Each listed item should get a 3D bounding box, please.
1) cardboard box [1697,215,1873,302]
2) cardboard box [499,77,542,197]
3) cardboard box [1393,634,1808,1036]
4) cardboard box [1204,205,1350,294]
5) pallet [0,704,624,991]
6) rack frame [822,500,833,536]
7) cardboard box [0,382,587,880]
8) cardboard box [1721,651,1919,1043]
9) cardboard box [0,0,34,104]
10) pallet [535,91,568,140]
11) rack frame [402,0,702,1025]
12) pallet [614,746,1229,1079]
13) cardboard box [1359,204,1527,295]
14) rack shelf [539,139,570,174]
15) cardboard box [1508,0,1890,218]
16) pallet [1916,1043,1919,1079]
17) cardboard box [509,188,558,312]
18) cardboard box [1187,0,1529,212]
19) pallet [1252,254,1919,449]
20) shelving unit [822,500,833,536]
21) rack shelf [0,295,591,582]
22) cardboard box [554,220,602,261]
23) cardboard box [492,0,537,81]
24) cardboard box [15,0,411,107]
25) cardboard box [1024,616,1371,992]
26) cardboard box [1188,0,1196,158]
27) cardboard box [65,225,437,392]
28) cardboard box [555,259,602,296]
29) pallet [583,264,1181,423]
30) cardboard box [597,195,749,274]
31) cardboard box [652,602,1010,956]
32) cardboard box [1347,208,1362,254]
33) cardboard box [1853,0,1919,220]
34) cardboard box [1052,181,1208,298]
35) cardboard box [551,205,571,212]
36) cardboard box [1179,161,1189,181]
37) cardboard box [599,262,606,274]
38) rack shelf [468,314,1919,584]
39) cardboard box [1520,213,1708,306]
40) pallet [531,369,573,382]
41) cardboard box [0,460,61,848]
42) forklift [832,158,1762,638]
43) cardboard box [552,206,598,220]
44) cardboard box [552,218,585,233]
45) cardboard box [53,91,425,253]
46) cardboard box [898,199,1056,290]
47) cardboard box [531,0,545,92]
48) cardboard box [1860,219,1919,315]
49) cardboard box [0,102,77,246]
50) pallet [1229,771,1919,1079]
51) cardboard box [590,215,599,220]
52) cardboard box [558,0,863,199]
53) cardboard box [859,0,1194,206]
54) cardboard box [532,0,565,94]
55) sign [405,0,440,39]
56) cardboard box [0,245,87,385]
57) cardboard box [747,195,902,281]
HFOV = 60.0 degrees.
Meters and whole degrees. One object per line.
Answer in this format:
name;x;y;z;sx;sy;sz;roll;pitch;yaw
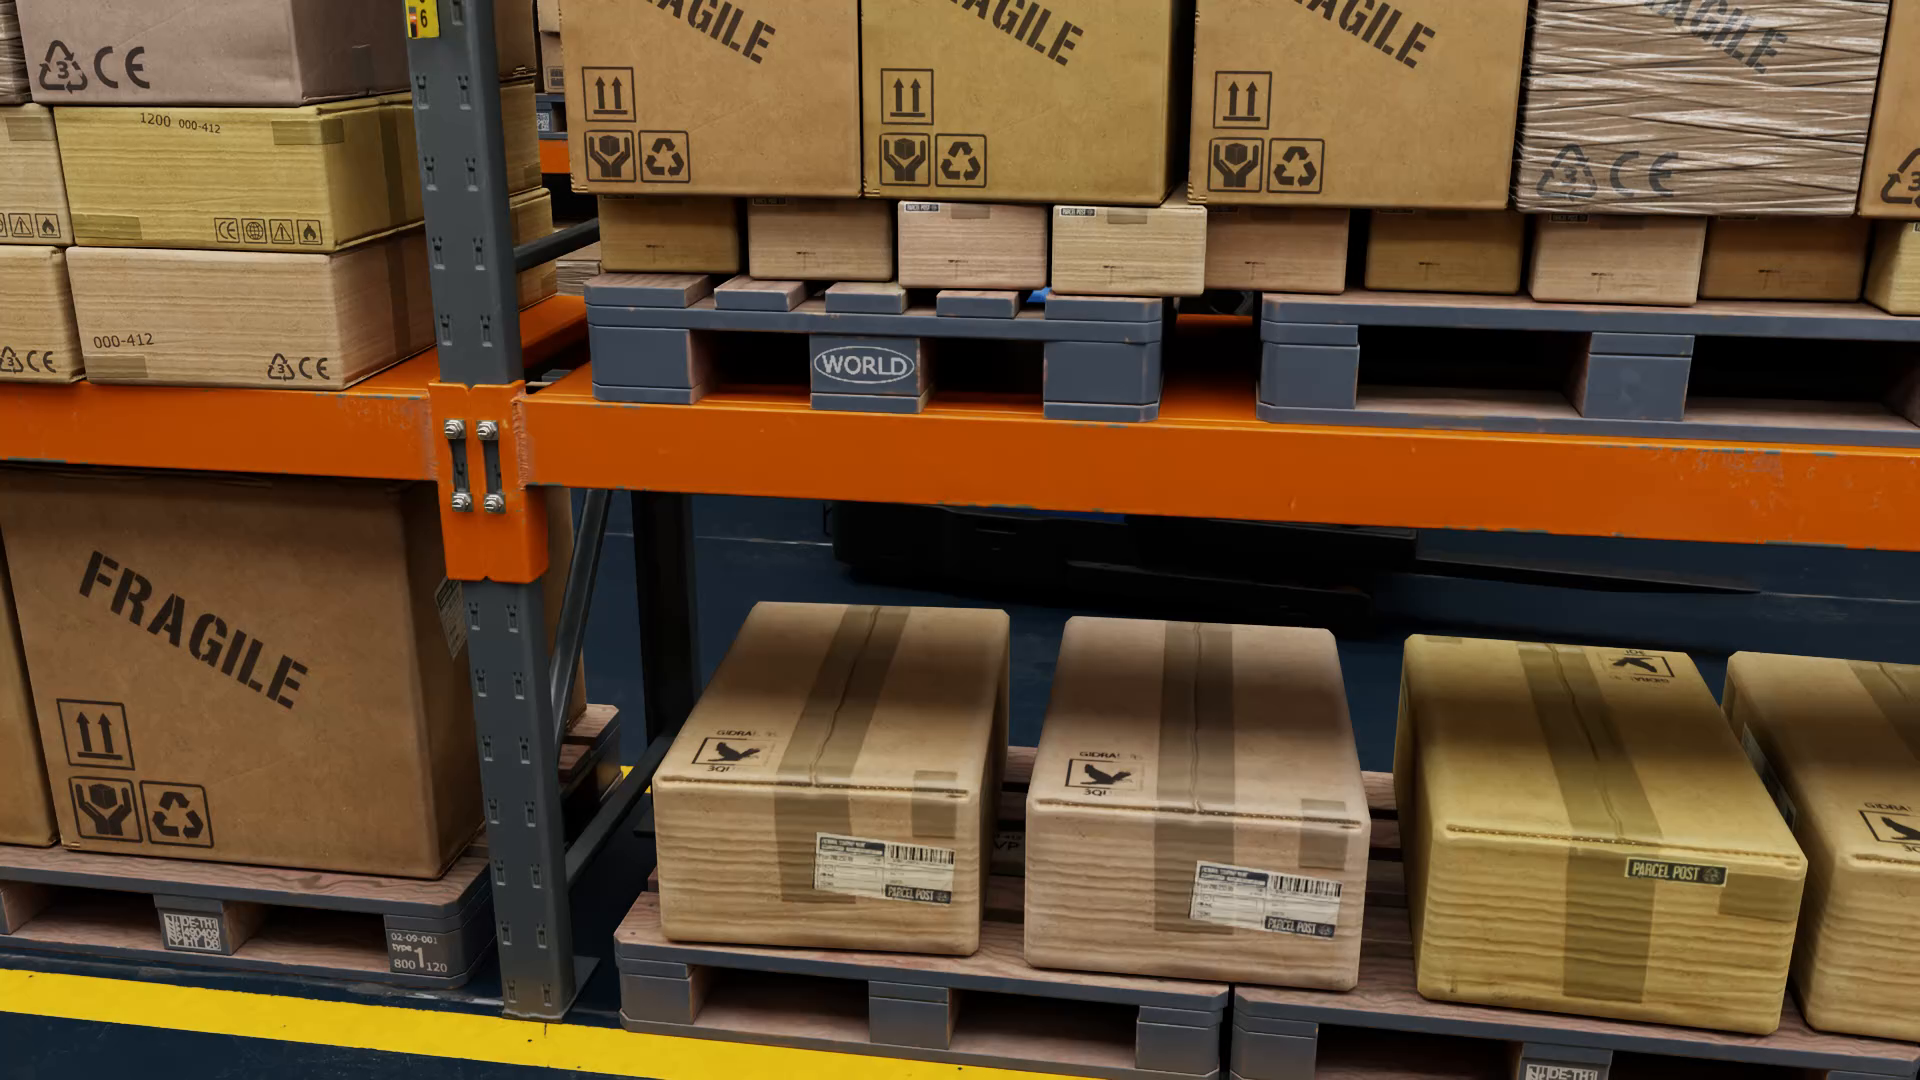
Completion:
cardboard box;1.358;-0.520;2.863;0.250;0.149;0.380;2;19;7
cardboard box;-1.251;-0.869;3.622;0.500;0.250;0.500;3;19;8
cardboard box;1.244;0.553;3.403;0.625;0.372;0.950;4;19;10
cardboard box;0.556;-0.545;2.938;0.250;0.149;0.380;4;19;12
pallet;-1.557;0.659;4.001;1.213;0.211;1.003;3;19;9
rack frame;-0.485;-0.619;6.263;0.006;1.200;0.240;6;19;16
cardboard box;-1.459;0.147;3.822;0.875;0.875;0.875;3;19;8
cardboard box;1.930;0.587;3.300;0.625;0.372;0.950;4;19;12
cardboard box;-1.850;-1.089;3.098;0.500;0.500;0.500;3;19;10
pallet;-1.928;-2.161;8.337;1.213;0.211;1.003;3;19;9
rack frame;-0.790;-0.600;3.370;0.127;3.000;1.000;3;19;9
pallet;-0.019;0.762;3.693;1.213;0.211;1.003;3;19;9
cardboard box;0.842;-0.543;2.932;0.250;0.149;0.380;4;19;11
rack shelf;-1.981;-1.915;8.433;4.000;0.370;1.077;3;19;9
cardboard box;1.151;-0.816;2.728;0.500;0.500;0.500;2;19;7
pallet;2.390;0.885;3.326;1.213;0.211;1.003;3;19;9
cardboard box;-1.234;-0.633;3.703;0.500;0.250;0.500;3;19;8
cardboard box;0.658;-0.844;2.810;0.500;0.500;0.500;3;19;10
pallet;1.171;-0.423;3.141;1.213;0.211;1.003;3;19;9
shelving unit;-0.397;-0.611;6.237;0.189;1.200;0.258;6;19;16
rack shelf;-2.765;-0.360;3.785;4.000;0.370;1.077;3;19;9
cardboard box;-1.839;-1.498;8.308;0.250;0.149;0.380;2;19;6
cardboard box;-1.238;-1.223;3.498;0.500;0.500;0.500;2;19;7
cardboard box;-1.342;-1.066;3.028;0.500;0.500;0.500;2;19;7
cardboard box;0.496;0.513;3.522;0.625;0.372;0.950;3;19;8
cardboard box;0.713;-1.004;3.290;0.500;0.500;0.500;2;19;5
cardboard box;-1.331;-0.473;3.227;0.500;0.250;0.500;2;19;7
cardboard box;-1.984;-1.197;8.432;0.500;0.500;0.500;2;19;7
pallet;-0.070;-0.507;3.393;1.003;0.211;1.213;3;19;9
cardboard box;-0.499;-0.606;3.120;0.250;0.149;0.380;2;19;5
cardboard box;-0.234;0.478;3.626;0.625;0.372;0.950;2;19;5
cardboard box;0.852;-0.671;3.316;0.250;0.149;0.380;3;19;9
cardboard box;1.668;-0.790;2.650;0.500;0.500;0.500;4;19;11
cardboard box;0.306;-0.532;2.901;0.250;0.149;0.380;3;19;9
cardboard box;-2.262;-1.698;8.907;0.250;0.149;0.380;3;19;9
cardboard box;0.350;-0.733;3.500;0.250;0.149;0.380;2;19;6
cardboard box;-1.468;-1.177;8.372;0.500;0.500;0.500;4;19;11
rack shelf;1.184;-0.158;3.183;4.000;0.370;1.077;3;19;9
cardboard box;1.089;-0.509;2.832;0.250;0.149;0.380;4;19;10
pallet;-1.939;-0.945;8.794;1.213;0.211;1.003;3;19;9
cardboard box;-2.339;0.101;3.960;0.875;0.875;0.875;3;19;9
forklift;1.126;-1.263;5.459;3.031;2.935;1.130;6;19;16
cardboard box;-2.017;-1.676;8.840;0.250;0.149;0.380;2;19;6
cardboard box;-2.074;-1.526;8.393;0.250;0.149;0.380;3;19;9
cardboard box;-1.309;-0.711;3.149;0.500;0.250;0.500;3;19;8
cardboard box;0.038;-0.553;2.962;0.250;0.149;0.380;2;19;5
cardboard box;-2.228;-2.443;8.059;0.500;0.500;0.700;3;19;8
cardboard box;1.602;-0.474;2.727;0.250;0.149;0.380;3;19;9
cardboard box;-1.816;-0.736;3.223;0.500;0.250;0.500;2;19;7
pallet;1.182;0.824;3.508;1.213;0.211;1.003;3;19;9
cardboard box;-1.757;-1.649;8.760;0.250;0.149;0.380;3;19;9
cardboard box;-0.383;-0.893;2.956;0.500;0.500;0.500;2;19;7
cardboard box;0.133;-0.869;2.884;0.500;0.500;0.500;4;19;11
cardboard box;-1.648;-2.428;8.007;0.637;0.503;0.797;2;19;7
sign;-0.875;-0.975;2.666;0.005;0.325;0.100;3;19;9
cardboard box;-1.838;-0.494;3.289;0.500;0.250;0.500;3;19;10
cardboard box;-0.225;-0.581;3.046;0.250;0.149;0.380;2;19;5
